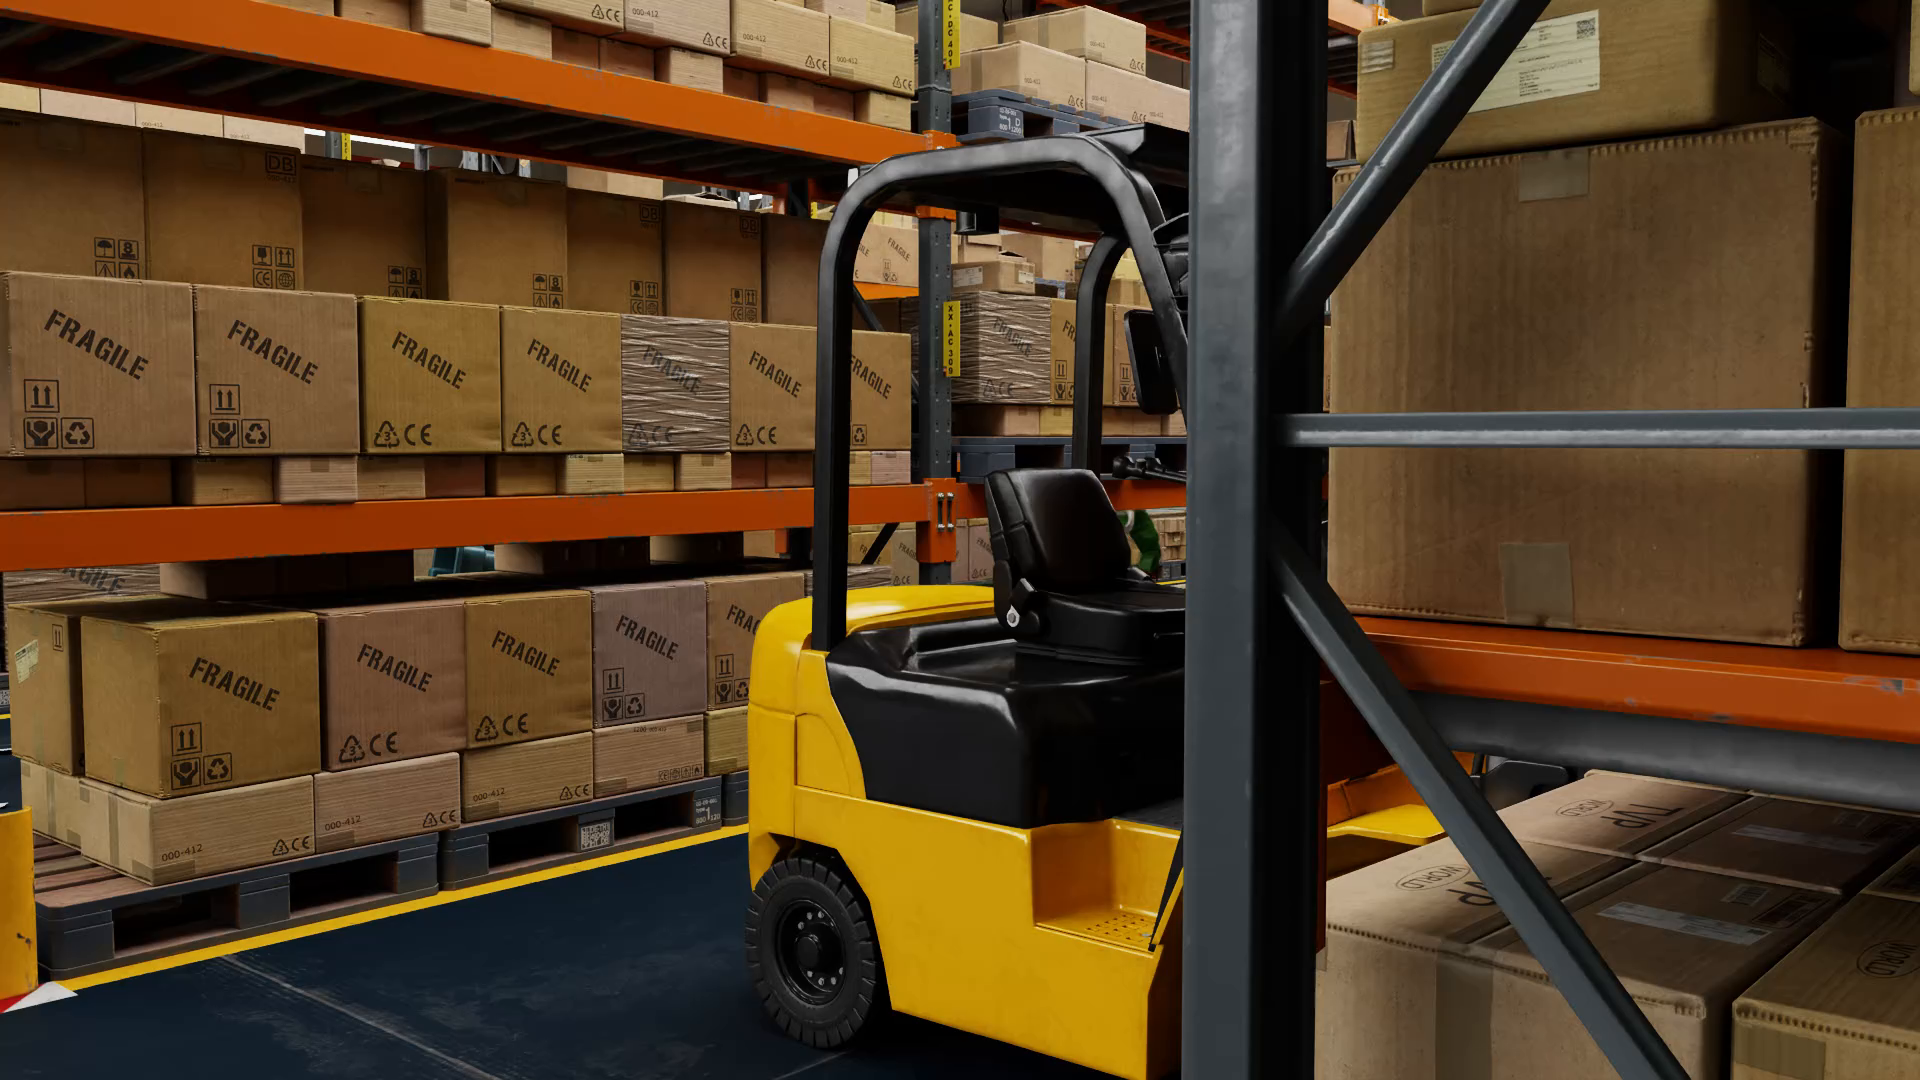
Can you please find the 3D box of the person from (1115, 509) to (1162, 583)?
[{"bbox_3d":[1.348,-0.084,13.513,0.592,1.600,0.537,-2,4,-34],"label":"person"}]
